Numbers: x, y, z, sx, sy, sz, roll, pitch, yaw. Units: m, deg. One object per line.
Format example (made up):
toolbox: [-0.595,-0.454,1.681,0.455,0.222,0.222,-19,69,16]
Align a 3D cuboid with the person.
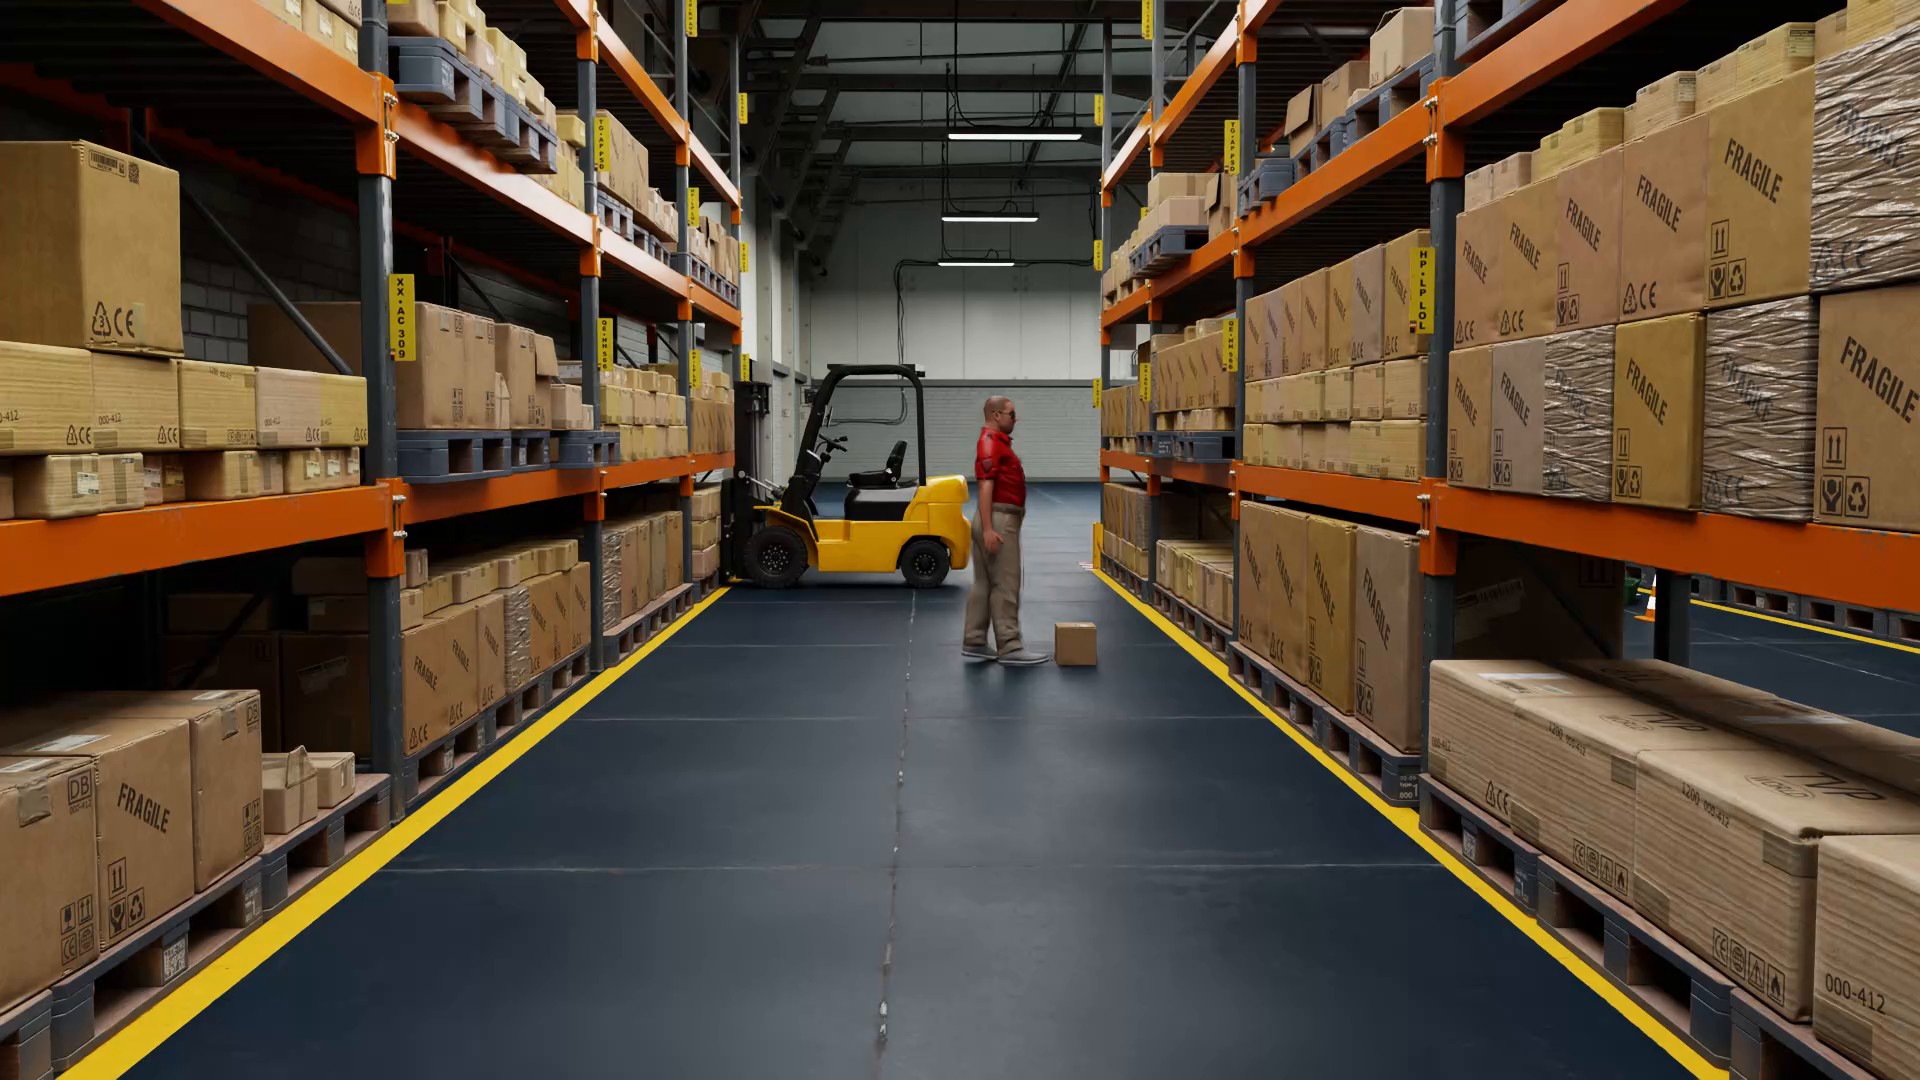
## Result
person: [0.295,-0.070,10.774,0.549,1.728,0.562,0,4,-1]
